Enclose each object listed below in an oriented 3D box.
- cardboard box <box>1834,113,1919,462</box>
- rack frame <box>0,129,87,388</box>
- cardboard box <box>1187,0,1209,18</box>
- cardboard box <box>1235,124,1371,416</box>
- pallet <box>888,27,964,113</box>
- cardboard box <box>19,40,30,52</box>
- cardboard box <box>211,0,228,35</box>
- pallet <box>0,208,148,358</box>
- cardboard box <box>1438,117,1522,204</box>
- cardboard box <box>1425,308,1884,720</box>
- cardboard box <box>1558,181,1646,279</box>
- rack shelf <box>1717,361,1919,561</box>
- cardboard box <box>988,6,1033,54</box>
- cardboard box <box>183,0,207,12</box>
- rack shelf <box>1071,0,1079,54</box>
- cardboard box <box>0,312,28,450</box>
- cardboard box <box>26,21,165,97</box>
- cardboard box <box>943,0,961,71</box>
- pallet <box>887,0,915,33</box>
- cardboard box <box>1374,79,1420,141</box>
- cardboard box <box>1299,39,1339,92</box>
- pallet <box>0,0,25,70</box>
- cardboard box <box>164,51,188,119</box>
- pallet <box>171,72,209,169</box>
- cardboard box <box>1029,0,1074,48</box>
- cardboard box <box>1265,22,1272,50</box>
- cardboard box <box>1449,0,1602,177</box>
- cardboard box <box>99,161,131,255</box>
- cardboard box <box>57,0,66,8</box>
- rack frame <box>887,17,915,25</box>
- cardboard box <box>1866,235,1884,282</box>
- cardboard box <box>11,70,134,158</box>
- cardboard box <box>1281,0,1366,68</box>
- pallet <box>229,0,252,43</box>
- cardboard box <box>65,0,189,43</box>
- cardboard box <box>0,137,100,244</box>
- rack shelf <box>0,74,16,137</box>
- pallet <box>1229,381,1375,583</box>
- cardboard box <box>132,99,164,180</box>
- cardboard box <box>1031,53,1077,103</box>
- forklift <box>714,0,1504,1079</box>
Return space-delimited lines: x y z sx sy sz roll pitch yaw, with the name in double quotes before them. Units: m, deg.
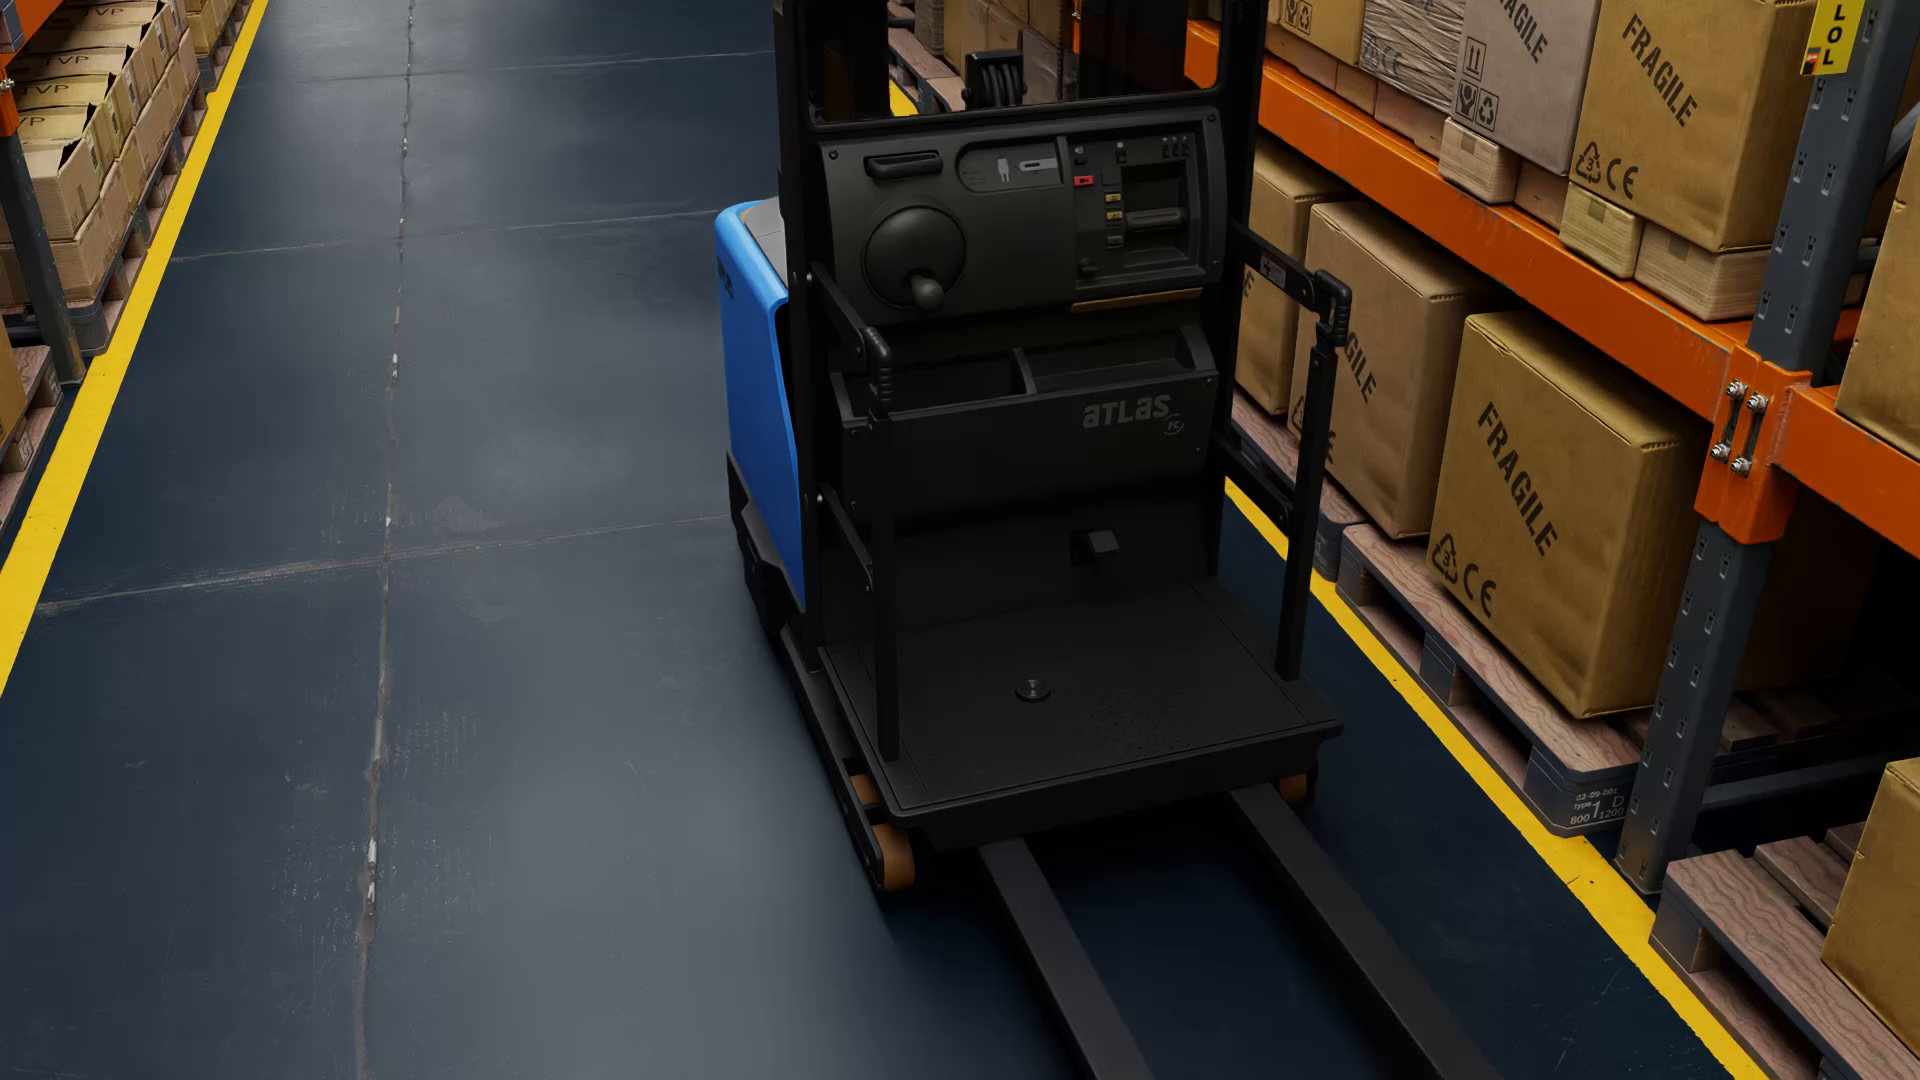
"cardboard box" 2.165 -0.434 2.706 0.980 0.700 0.700 -7 31 -13
"rack frame" -3.800 -1.840 5.434 1.000 3.000 0.127 -8 31 -13
"cardboard box" 0.886 -1.948 5.852 0.380 0.149 0.250 -7 31 -12
"cardboard box" 1.270 -0.955 5.632 0.750 0.750 0.750 -8 31 -14
"pallet" 0.121 -2.849 9.962 1.003 0.211 1.213 -8 31 -13
"cardboard box" -4.726 -2.281 7.962 0.500 0.311 0.500 -9 31 -15
"cardboard box" -4.820 -3.270 10.230 0.500 0.250 0.500 -8 31 -13
"pallet" -3.981 -1.036 6.828 1.003 0.211 1.213 -8 31 -13
"cardboard box" 1.432 -0.963 4.151 0.380 0.149 0.250 -8 31 -13
"cardboard box" 1.739 -0.116 4.183 0.750 0.750 0.750 -7 31 -13
"cardboard box" 1.584 -0.713 3.717 0.380 0.149 0.250 -7 31 -12
"rack shelf" 2.567 0.709 1.749 1.077 0.370 4.000 -8 31 -13
"cardboard box" 0.550 -2.450 8.545 0.700 0.500 0.500 -8 31 -14
"cardboard box" -4.683 -3.353 9.626 0.500 0.500 0.500 -8 31 -13
"rack shelf" 0.444 -3.155 8.424 1.077 0.370 4.000 -8 31 -13
"cardboard box" -3.325 -0.528 5.223 0.500 0.500 0.500 -7 31 -11
"cardboard box" -4.204 -2.357 8.093 0.500 0.311 0.500 -8 31 -13
"cardboard box" 0.310 -2.944 9.399 0.700 0.500 0.500 -8 31 -14
"pallet" -0.299 -3.545 11.164 1.003 0.211 1.213 -8 31 -13
"cardboard box" 1.379 -1.213 4.582 0.380 0.149 0.250 -9 31 -15
"cardboard box" 1.257 -1.471 5.028 0.380 0.149 0.250 -8 31 -13
"pallet" -3.552 -1.439 4.933 1.213 0.211 1.003 -8 31 -13
"cardboard box" -4.340 -2.357 8.653 0.500 0.250 0.500 -8 31 -14
"pallet" -4.629 -2.214 8.864 1.003 0.211 1.213 -8 31 -13
"cardboard box" 0.643 -2.558 7.982 0.500 0.250 0.500 -7 31 -12
"cardboard box" 1.149 -1.718 5.456 0.380 0.149 0.250 -7 31 -12
"cardboard box" 1.526 -1.183 3.883 0.500 0.500 0.500 -8 31 -13
"cardboard box" -3.790 -1.366 6.941 0.500 0.250 0.500 -9 31 -15
"cardboard box" -4.992 -2.773 8.813 0.500 0.311 0.500 -8 31 -13
"rack frame" -0.087 -4.432 9.913 1.000 3.000 0.127 -8 31 -13
"cardboard box" 2.139 -0.656 3.620 0.380 0.149 0.250 -9 31 -15
"cardboard box" -3.937 -1.865 7.244 0.500 0.311 0.500 -9 31 -15
"cardboard box" 1.264 -1.668 4.720 0.500 0.500 0.500 -7 31 -12
"pallet" -5.360 -3.545 11.163 1.003 0.211 1.213 -8 31 -13
"cardboard box" -4.478 -2.849 8.943 0.500 0.311 0.500 -8 31 -13
"cardboard box" -3.656 -1.366 6.382 0.500 0.311 0.500 -7 31 -12
"rack shelf" -3.269 -0.562 3.945 1.077 0.370 4.000 -8 31 -13
"pallet" 1.432 -0.314 5.582 1.003 0.211 1.213 -8 31 -13
"cardboard box" -4.070 -1.864 7.802 0.500 0.250 0.500 -7 31 -12
"cardboard box" 0.734 -1.949 7.680 0.700 0.500 0.500 -7 31 -13
"forklift" 0.226 -0.682 3.502 1.130 2.935 3.031 -9 31 -16
